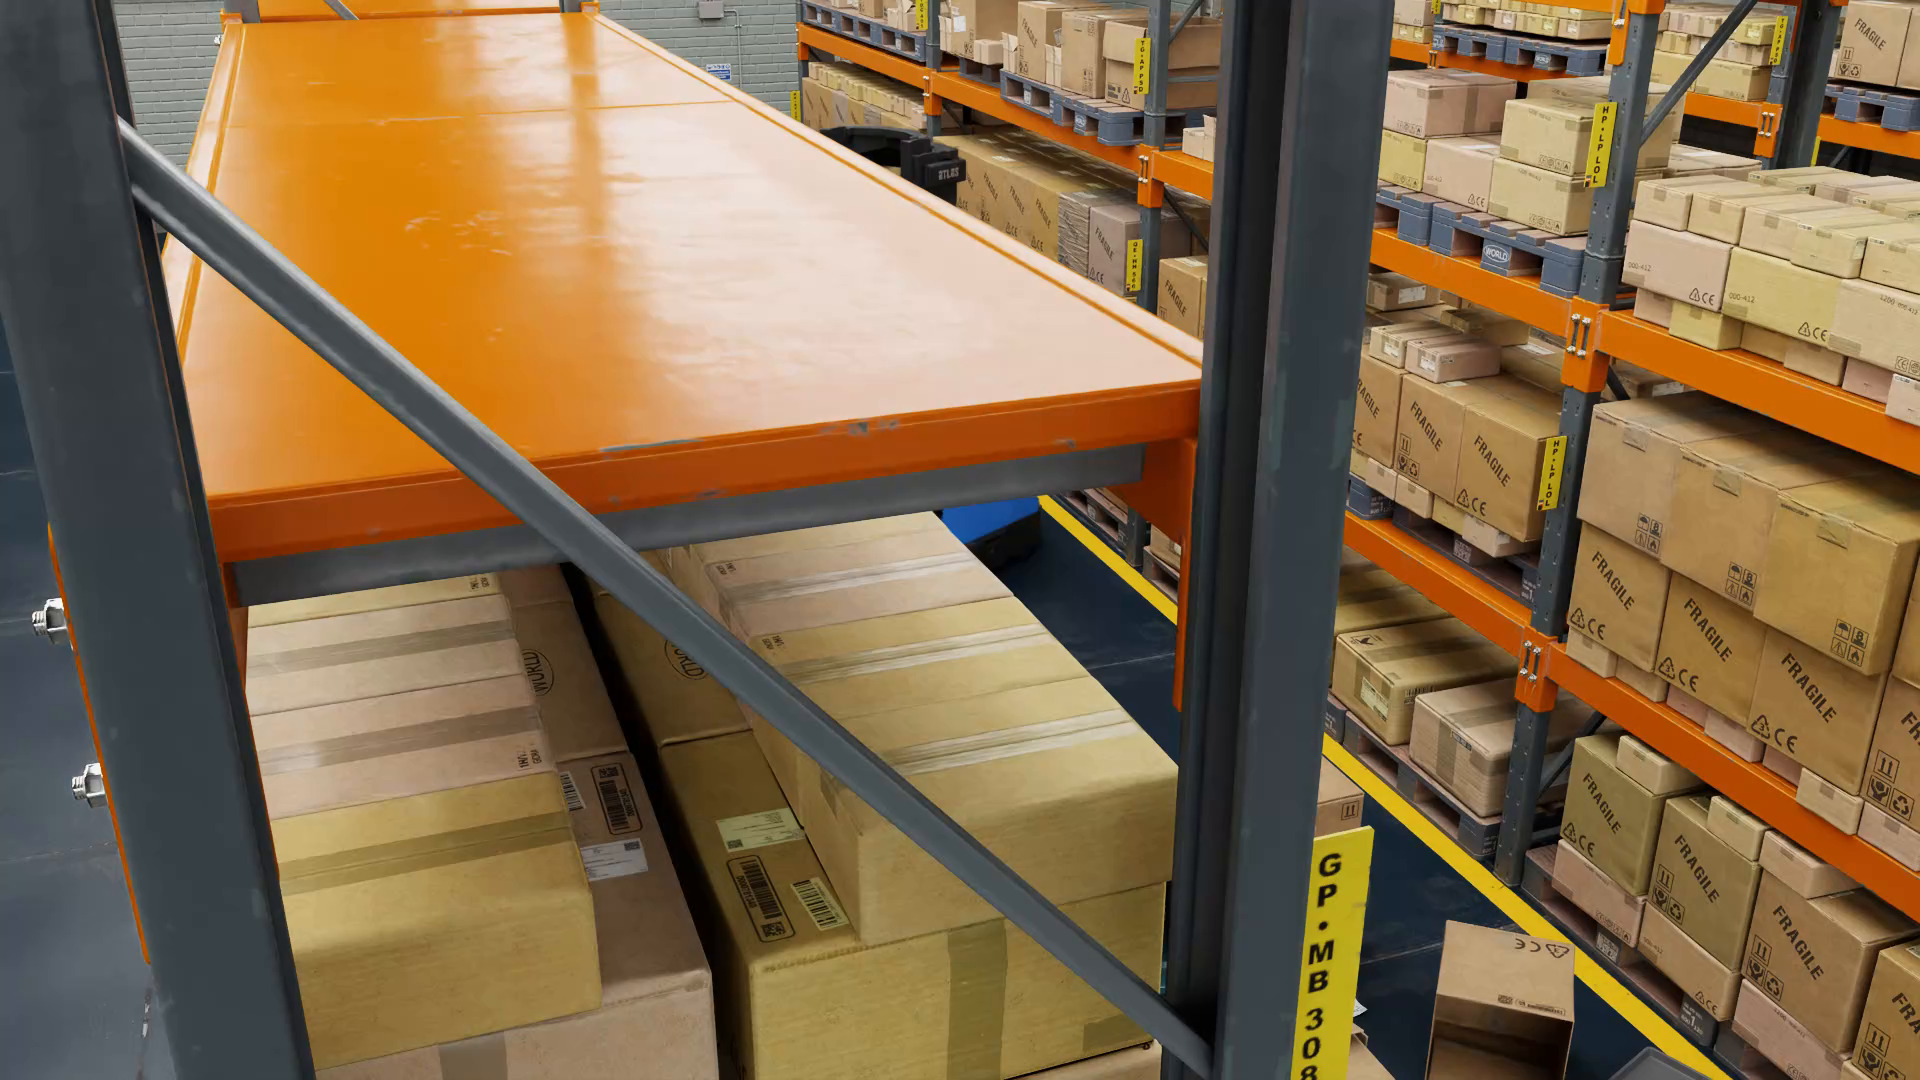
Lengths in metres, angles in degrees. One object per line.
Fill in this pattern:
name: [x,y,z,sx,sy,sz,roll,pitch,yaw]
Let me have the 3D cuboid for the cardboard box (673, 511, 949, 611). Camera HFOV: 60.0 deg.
cardboard box: [-0.235,0.028,2.586,0.380,0.149,0.250,-8,24,-18]

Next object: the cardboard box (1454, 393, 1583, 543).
cardboard box: [2.656,-0.339,7.641,0.500,0.500,0.500,-9,24,-20]

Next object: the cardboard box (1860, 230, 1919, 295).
cardboard box: [3.247,-0.931,5.531,0.380,0.149,0.250,-9,25,-21]

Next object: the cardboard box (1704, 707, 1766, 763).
cardboard box: [3.160,0.720,6.504,0.380,0.149,0.250,-8,24,-17]

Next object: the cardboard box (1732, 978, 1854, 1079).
cardboard box: [3.379,1.884,6.419,0.500,0.250,0.500,-9,24,-20]

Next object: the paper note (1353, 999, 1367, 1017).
paper note: [1.625,1.969,7.040,0.148,0.019,0.142,-8,24,-19]

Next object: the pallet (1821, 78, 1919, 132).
pallet: [6.587,-3.023,11.441,1.213,0.211,1.003,-7,24,-17]

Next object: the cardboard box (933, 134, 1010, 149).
cardboard box: [0.094,-3.041,13.686,0.500,0.500,0.500,-8,24,-18]

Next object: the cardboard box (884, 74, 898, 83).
cardboard box: [-0.532,-4.516,16.352,0.380,0.149,0.250,-9,24,-19]

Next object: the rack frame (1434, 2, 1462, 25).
rack frame: [4.850,-6.180,14.826,1.000,3.000,0.127,-8,24,-19]

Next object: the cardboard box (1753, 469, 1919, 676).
cardboard box: [3.299,0.094,5.865,0.700,0.500,0.500,-9,24,-20]

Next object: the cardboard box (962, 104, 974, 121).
cardboard box: [0.234,-3.780,14.605,0.380,0.149,0.250,-8,24,-18]

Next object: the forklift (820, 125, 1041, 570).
forklift: [-0.791,-0.975,10.289,1.130,2.935,3.031,19,29,37]

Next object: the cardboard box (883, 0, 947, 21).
cardboard box: [-0.299,-4.888,14.821,0.797,0.503,0.637,-6,24,-15]

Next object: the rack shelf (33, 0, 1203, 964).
rack shelf: [-0.855,-0.632,3.105,1.077,0.370,4.000,-8,24,-19]

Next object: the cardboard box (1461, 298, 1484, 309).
cardboard box: [5.008,-2.058,15.449,0.500,0.500,0.500,-9,24,-20]

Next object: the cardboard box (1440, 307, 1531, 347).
cardboard box: [2.719,-1.102,8.615,0.380,0.149,0.250,-7,24,-16]

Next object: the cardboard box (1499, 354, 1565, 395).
cardboard box: [2.959,-0.595,8.246,0.500,0.500,0.500,-8,24,-19]

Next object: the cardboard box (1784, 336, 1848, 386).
cardboard box: [3.197,-0.672,5.943,0.380,0.149,0.250,-8,24,-17]

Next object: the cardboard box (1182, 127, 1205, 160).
cardboard box: [1.573,-2.408,10.063,0.380,0.149,0.250,-8,24,-19]

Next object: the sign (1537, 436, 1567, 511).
sign: [2.516,-0.282,7.067,0.100,0.325,0.005,-8,24,-19]

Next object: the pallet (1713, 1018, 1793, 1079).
pallet: [3.739,2.142,6.396,1.003,0.211,1.213,-8,24,-19]

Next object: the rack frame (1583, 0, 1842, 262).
rack frame: [3.034,-2.591,6.311,1.000,3.000,0.127,-8,24,-19]

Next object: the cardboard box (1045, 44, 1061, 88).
cardboard box: [0.807,-3.246,11.359,0.396,0.266,0.258,-9,24,-20]

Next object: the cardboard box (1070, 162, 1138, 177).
cardboard box: [1.148,-2.552,12.527,0.500,0.500,0.500,-8,24,-18]

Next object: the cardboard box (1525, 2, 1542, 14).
cardboard box: [5.017,-4.530,14.045,0.380,0.149,0.250,-8,24,-18]

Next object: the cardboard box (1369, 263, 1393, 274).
cardboard box: [4.197,-2.982,17.641,0.700,0.500,0.500,-9,25,-21]

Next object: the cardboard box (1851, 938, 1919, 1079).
cardboard box: [3.561,1.726,5.826,0.500,0.500,0.500,-9,24,-20]

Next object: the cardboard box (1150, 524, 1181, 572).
cardboard box: [1.811,-0.056,10.863,0.950,0.372,0.625,-10,25,-23]

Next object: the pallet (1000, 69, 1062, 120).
pallet: [0.946,-3.207,11.879,1.003,0.211,1.213,-7,24,-17]

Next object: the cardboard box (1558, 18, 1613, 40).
cardboard box: [5.151,-4.203,13.653,0.380,0.149,0.250,-8,24,-18]

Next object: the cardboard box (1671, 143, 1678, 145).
cardboard box: [3.023,-1.784,7.912,0.500,0.250,0.500,-9,24,-20]

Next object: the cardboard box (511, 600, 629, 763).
cardboard box: [-0.758,0.332,2.379,0.500,0.250,0.500,-8,24,-19]

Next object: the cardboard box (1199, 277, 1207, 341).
cardboard box: [1.754,-1.273,9.855,0.500,0.500,0.500,-7,24,-16]

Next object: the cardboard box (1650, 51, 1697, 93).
cardboard box: [5.677,-3.611,12.786,0.500,0.250,0.500,-8,24,-19]

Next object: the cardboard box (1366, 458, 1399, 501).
cardboard box: [2.299,-0.332,8.459,0.380,0.149,0.250,-8,24,-19]

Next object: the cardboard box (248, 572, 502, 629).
cardboard box: [-0.855,0.116,2.379,0.380,0.149,0.250,-8,24,-18]

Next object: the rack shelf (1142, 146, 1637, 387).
rack shelf: [2.328,-1.604,8.757,1.077,0.370,4.000,-8,24,-19]

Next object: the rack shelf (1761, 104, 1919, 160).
rack shelf: [6.970,-2.286,10.376,1.077,0.370,4.000,-8,24,-19]

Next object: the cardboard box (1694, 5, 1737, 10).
cardboard box: [6.023,-4.137,13.138,0.380,0.149,0.250,-8,24,-19]

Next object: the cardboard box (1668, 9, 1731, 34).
cardboard box: [5.679,-3.978,12.761,0.380,0.149,0.250,-9,24,-20]

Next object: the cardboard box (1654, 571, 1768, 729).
cardboard box: [3.128,0.368,6.503,0.500,0.500,0.500,-8,24,-19]

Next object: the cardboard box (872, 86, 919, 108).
cardboard box: [-0.591,-4.080,15.317,0.380,0.149,0.250,-9,24,-20]

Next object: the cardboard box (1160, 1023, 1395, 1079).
cardboard box: [1.120,2.085,5.979,0.797,0.637,0.503,-8,24,-19]

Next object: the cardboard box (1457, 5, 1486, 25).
cardboard box: [4.643,-4.660,14.735,0.380,0.149,0.250,-8,24,-18]

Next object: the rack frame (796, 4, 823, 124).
rack frame: [-1.205,-4.186,17.821,1.000,3.000,0.127,-8,24,-19]

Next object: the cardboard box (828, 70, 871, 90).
cardboard box: [-1.085,-4.536,16.400,0.380,0.149,0.250,-9,25,-21]

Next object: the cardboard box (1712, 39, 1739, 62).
cardboard box: [5.840,-3.652,12.369,0.380,0.149,0.250,-9,24,-20]

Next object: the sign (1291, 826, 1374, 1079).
sign: [0.373,0.448,1.737,0.100,0.325,0.005,-8,24,-19]

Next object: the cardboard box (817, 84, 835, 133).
cardboard box: [-1.113,-4.293,16.657,0.500,0.500,0.500,-9,24,-20]

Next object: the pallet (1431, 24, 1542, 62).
pallet: [5.015,-4.465,14.860,1.213,0.211,1.003,-8,24,-19]

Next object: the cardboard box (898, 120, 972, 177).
cardboard box: [-0.217,-3.373,14.476,0.500,0.500,0.500,-9,24,-19]

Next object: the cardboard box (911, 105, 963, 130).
cardboard box: [-0.199,-3.607,14.195,0.380,0.149,0.250,-9,24,-20]

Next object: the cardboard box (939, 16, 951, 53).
cardboard box: [0.057,-4.017,13.189,0.396,0.266,0.258,-9,24,-19]

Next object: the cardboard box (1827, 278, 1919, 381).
cardboard box: [3.289,-0.709,5.518,0.500,0.250,0.500,-8,24,-19]

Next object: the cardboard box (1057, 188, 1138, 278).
cardboard box: [1.005,-2.124,11.511,0.500,0.500,0.500,-8,24,-18]

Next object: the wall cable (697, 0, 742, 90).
wall cable: [-3.219,-6.715,22.471,0.585,1.953,0.123,-8,24,-19]
